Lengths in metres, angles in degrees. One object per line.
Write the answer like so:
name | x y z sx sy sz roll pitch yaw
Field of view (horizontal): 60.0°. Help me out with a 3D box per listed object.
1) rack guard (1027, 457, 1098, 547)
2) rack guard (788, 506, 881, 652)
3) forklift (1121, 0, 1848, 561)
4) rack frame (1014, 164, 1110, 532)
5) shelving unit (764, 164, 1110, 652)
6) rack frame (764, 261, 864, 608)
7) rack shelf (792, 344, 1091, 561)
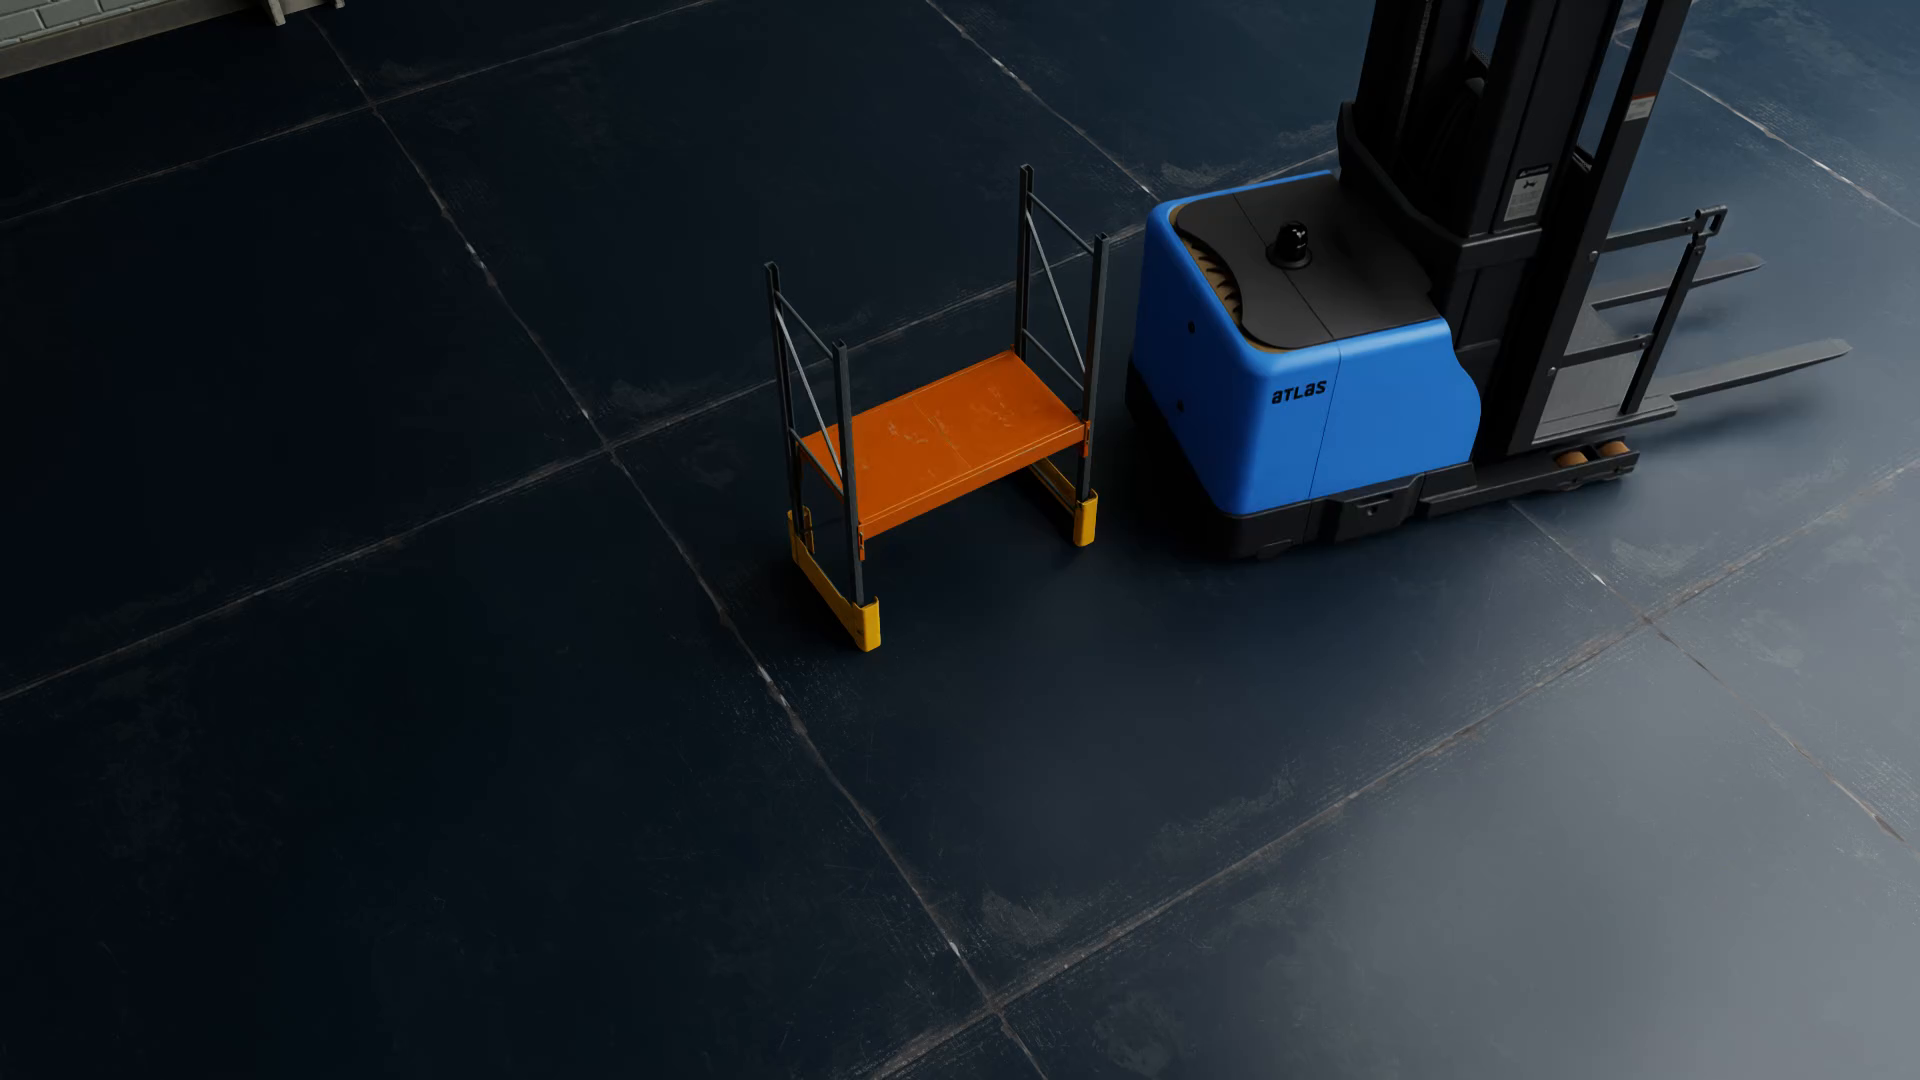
rack guard | 0.357 -0.251 6.752 0.087 0.250 0.587 -25 53 -21
rack guard | -0.486 0.146 6.398 0.087 0.250 0.587 -25 53 -21
forklift | 2.266 -1.540 6.104 3.031 2.935 1.130 -13 50 -12
rack frame | 0.358 -0.667 6.285 0.032 1.500 0.500 -25 53 -21
shelving unit | -0.064 -0.468 6.108 1.083 1.500 0.587 -25 53 -21
rack frame | -0.502 -0.262 5.925 0.032 1.500 0.500 -25 53 -21
rack shelf | -0.072 -0.345 6.239 1.000 0.185 0.538 -25 53 -21
